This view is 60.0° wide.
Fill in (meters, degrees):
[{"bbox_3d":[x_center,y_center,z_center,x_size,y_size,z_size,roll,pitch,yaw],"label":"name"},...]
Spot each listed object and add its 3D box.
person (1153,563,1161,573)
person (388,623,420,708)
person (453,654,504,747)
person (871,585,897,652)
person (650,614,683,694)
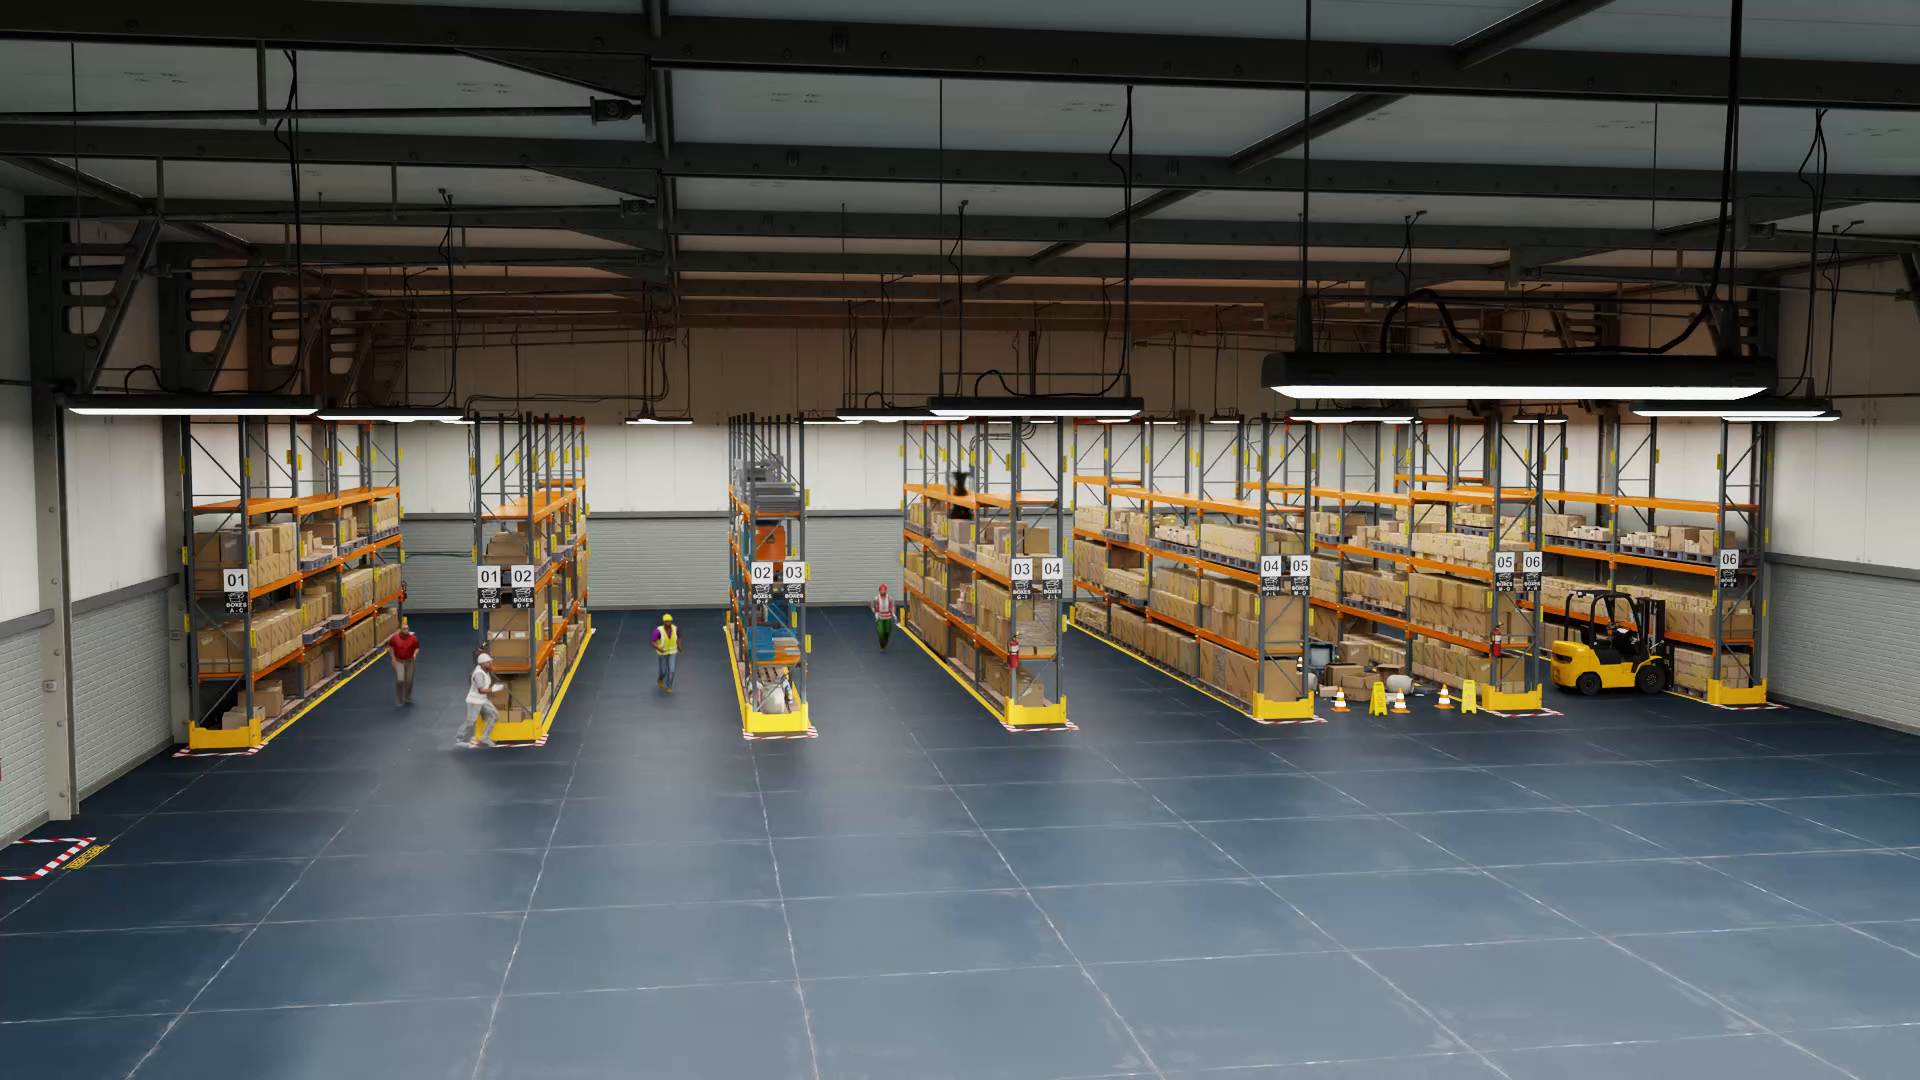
[{"bbox_3d":[6.005,1.504,50.105,0.733,1.660,0.556,-1,4,-12],"label":"person"},{"bbox_3d":[-11.380,2.579,34.091,0.578,1.778,0.826,-2,4,-29],"label":"person"},{"bbox_3d":[-8.520,2.855,29.403,0.934,1.720,0.688,0,4,-1],"label":"person"},{"bbox_3d":[-1.943,1.987,42.292,0.657,1.728,0.637,-1,4,-8],"label":"person"},{"bbox_3d":[-6.342,2.441,35.851,0.694,1.714,0.767,-2,4,-23],"label":"person"}]
